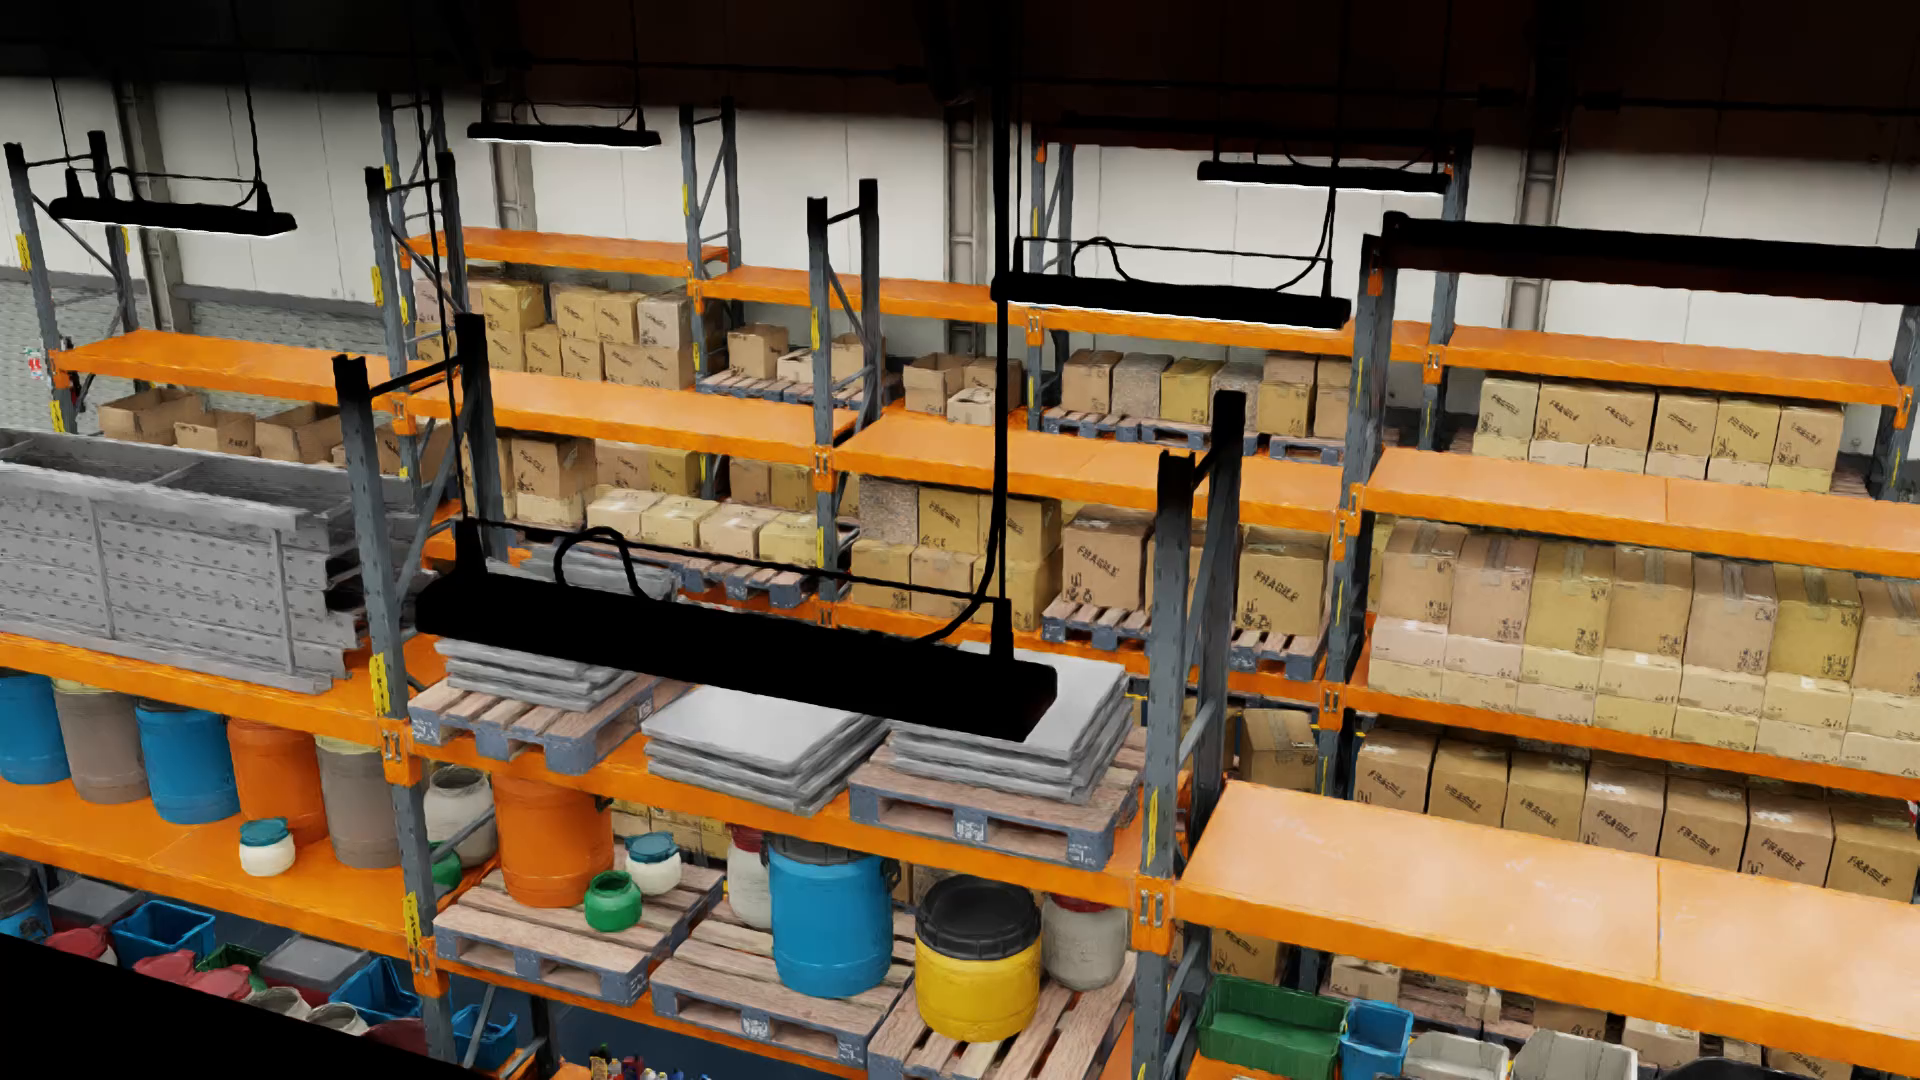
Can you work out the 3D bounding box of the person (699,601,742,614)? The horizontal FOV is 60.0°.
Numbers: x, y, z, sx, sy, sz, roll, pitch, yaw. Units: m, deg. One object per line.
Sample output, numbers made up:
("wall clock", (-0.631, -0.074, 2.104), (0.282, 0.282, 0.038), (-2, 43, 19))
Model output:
("person", (-2.497, 1.078, 17.127), (1.044, 1.736, 0.567), (8, 22, 19))
